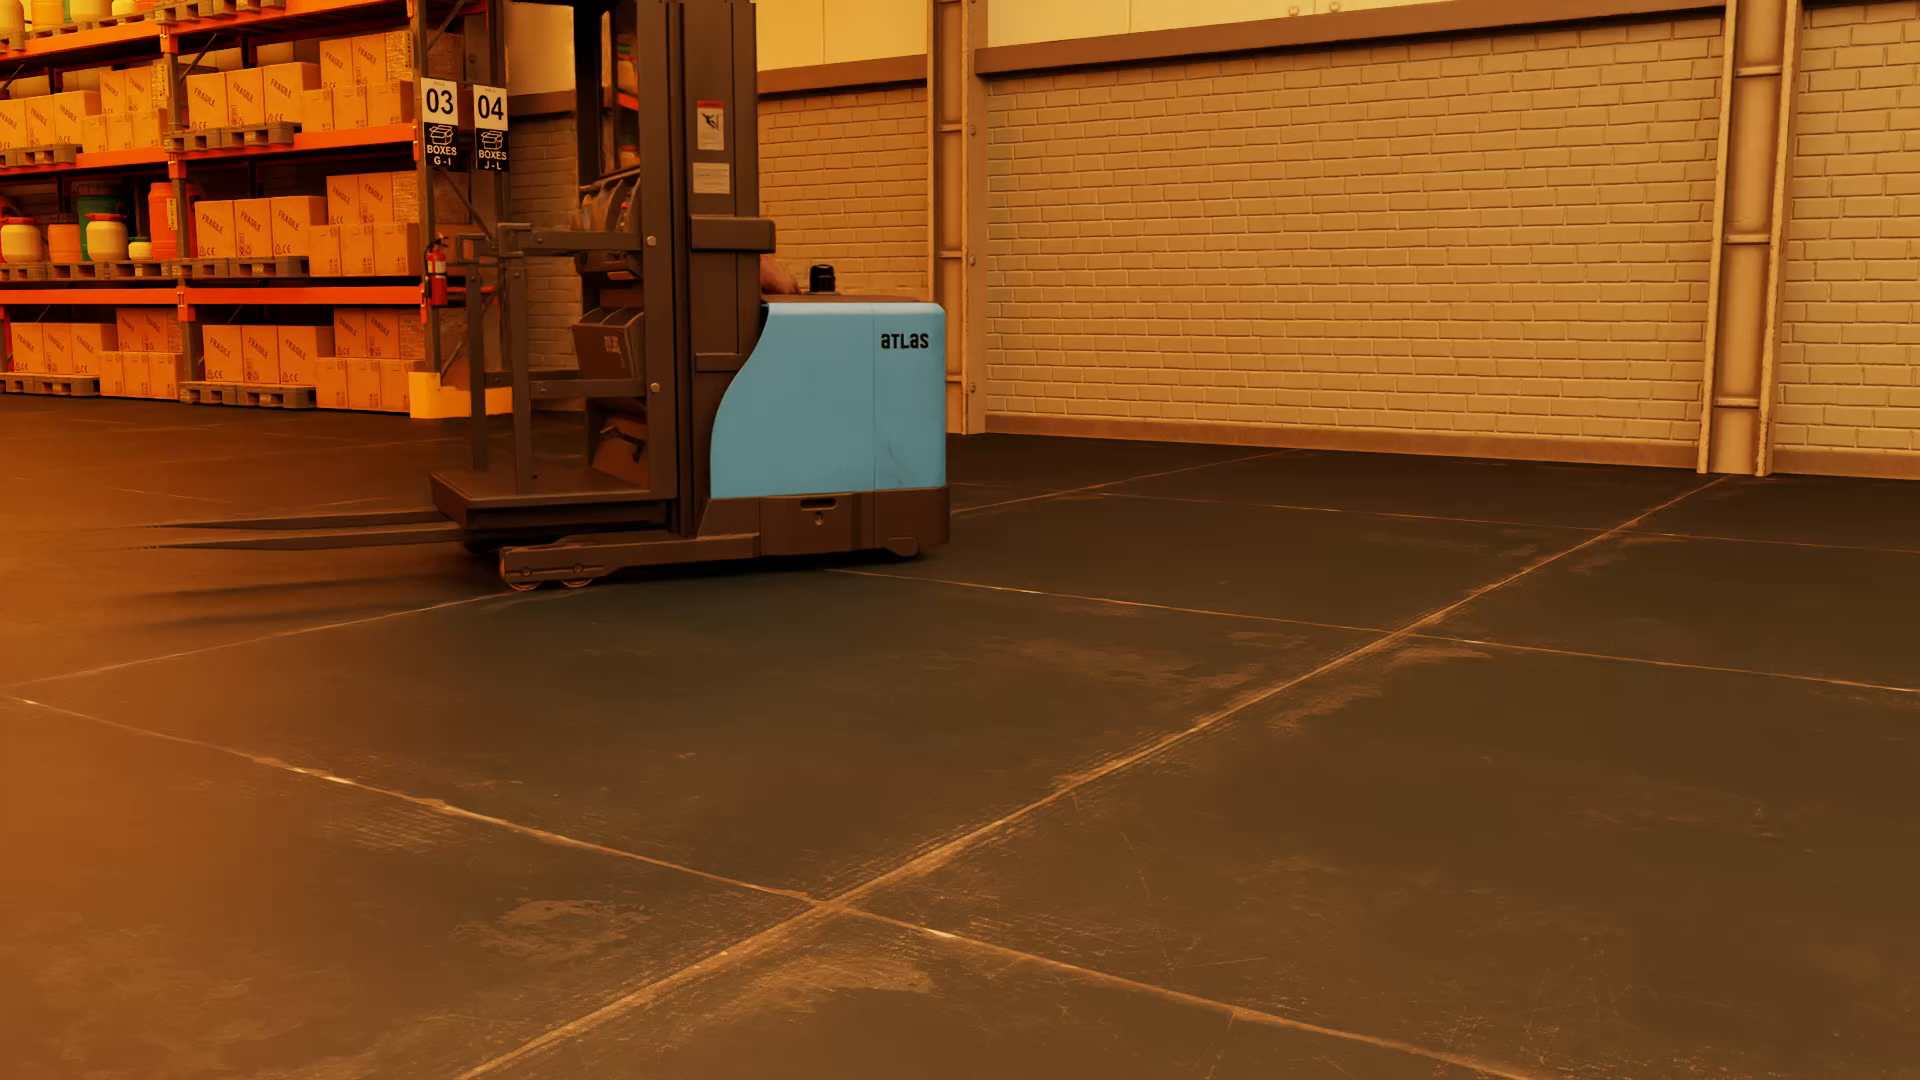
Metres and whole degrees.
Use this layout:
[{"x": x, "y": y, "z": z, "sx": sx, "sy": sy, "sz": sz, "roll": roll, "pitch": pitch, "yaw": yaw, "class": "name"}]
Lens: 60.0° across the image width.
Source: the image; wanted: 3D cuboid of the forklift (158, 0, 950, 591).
[{"x": -1.603, "y": -1.343, "z": 6.634, "sx": 3.031, "sy": 2.935, "sz": 1.130, "roll": -4, "pitch": 9, "yaw": -25, "class": "forklift"}]

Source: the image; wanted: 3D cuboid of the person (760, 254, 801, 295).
[{"x": -1.109, "y": -0.879, "z": 8.692, "sx": 0.898, "sy": 1.555, "sz": 0.711, "roll": 4, "pitch": 9, "yaw": 24, "class": "person"}]
